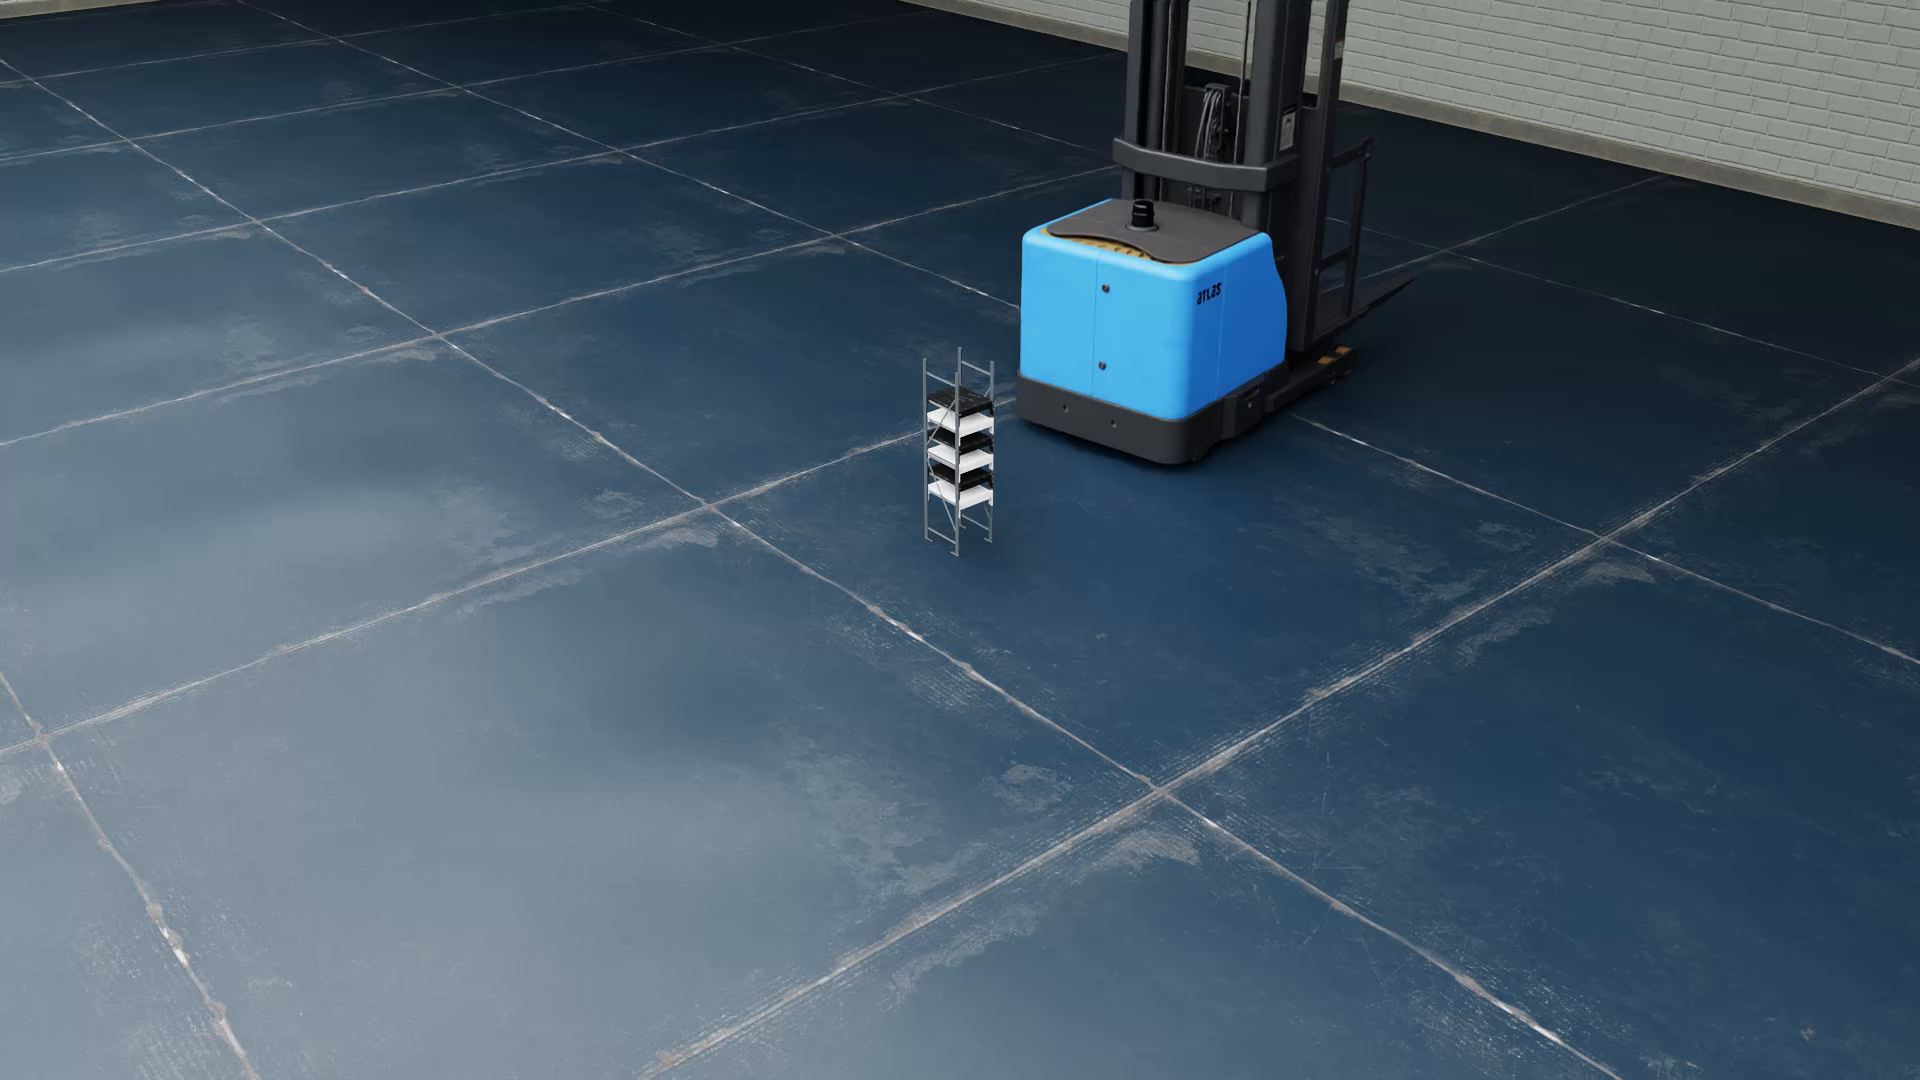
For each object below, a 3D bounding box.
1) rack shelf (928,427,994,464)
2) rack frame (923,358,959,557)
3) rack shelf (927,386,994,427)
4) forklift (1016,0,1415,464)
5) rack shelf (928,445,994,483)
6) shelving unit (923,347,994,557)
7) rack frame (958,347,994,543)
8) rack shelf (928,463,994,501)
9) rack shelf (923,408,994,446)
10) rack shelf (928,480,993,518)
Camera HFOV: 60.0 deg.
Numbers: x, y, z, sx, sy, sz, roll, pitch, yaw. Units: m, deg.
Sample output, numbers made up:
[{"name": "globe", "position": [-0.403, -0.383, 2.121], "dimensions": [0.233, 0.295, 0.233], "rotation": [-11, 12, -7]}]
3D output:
[{"name": "rack shelf", "position": [-0.006, -0.444, 7.507], "dimensions": [0.200, 0.077, 0.258], "rotation": [-22, 35, -35]}, {"name": "rack frame", "position": [-0.084, -0.363, 7.475], "dimensions": [0.006, 0.900, 0.240], "rotation": [-22, 35, -35]}, {"name": "rack shelf", "position": [-0.006, -0.603, 7.422], "dimensions": [0.200, 0.077, 0.258], "rotation": [-22, 35, -35]}, {"name": "forklift", "position": [1.623, -2.293, 8.932], "dimensions": [1.130, 2.935, 3.031], "rotation": [21, 35, 34]}, {"name": "rack shelf", "position": [-0.006, -0.365, 7.549], "dimensions": [0.200, 0.077, 0.258], "rotation": [-22, 35, -35]}, {"name": "shelving unit", "position": [-0.006, -0.394, 7.533], "dimensions": [0.210, 0.900, 0.258], "rotation": [-22, 35, -35]}, {"name": "rack frame", "position": [0.071, -0.426, 7.591], "dimensions": [0.006, 0.900, 0.240], "rotation": [-22, 35, -35]}, {"name": "rack shelf", "position": [-0.006, -0.286, 7.591], "dimensions": [0.200, 0.077, 0.258], "rotation": [-22, 35, -35]}, {"name": "rack shelf", "position": [-0.006, -0.524, 7.464], "dimensions": [0.200, 0.077, 0.258], "rotation": [-22, 35, -35]}, {"name": "rack shelf", "position": [-0.006, -0.206, 7.634], "dimensions": [0.200, 0.077, 0.258], "rotation": [-22, 35, -35]}]
